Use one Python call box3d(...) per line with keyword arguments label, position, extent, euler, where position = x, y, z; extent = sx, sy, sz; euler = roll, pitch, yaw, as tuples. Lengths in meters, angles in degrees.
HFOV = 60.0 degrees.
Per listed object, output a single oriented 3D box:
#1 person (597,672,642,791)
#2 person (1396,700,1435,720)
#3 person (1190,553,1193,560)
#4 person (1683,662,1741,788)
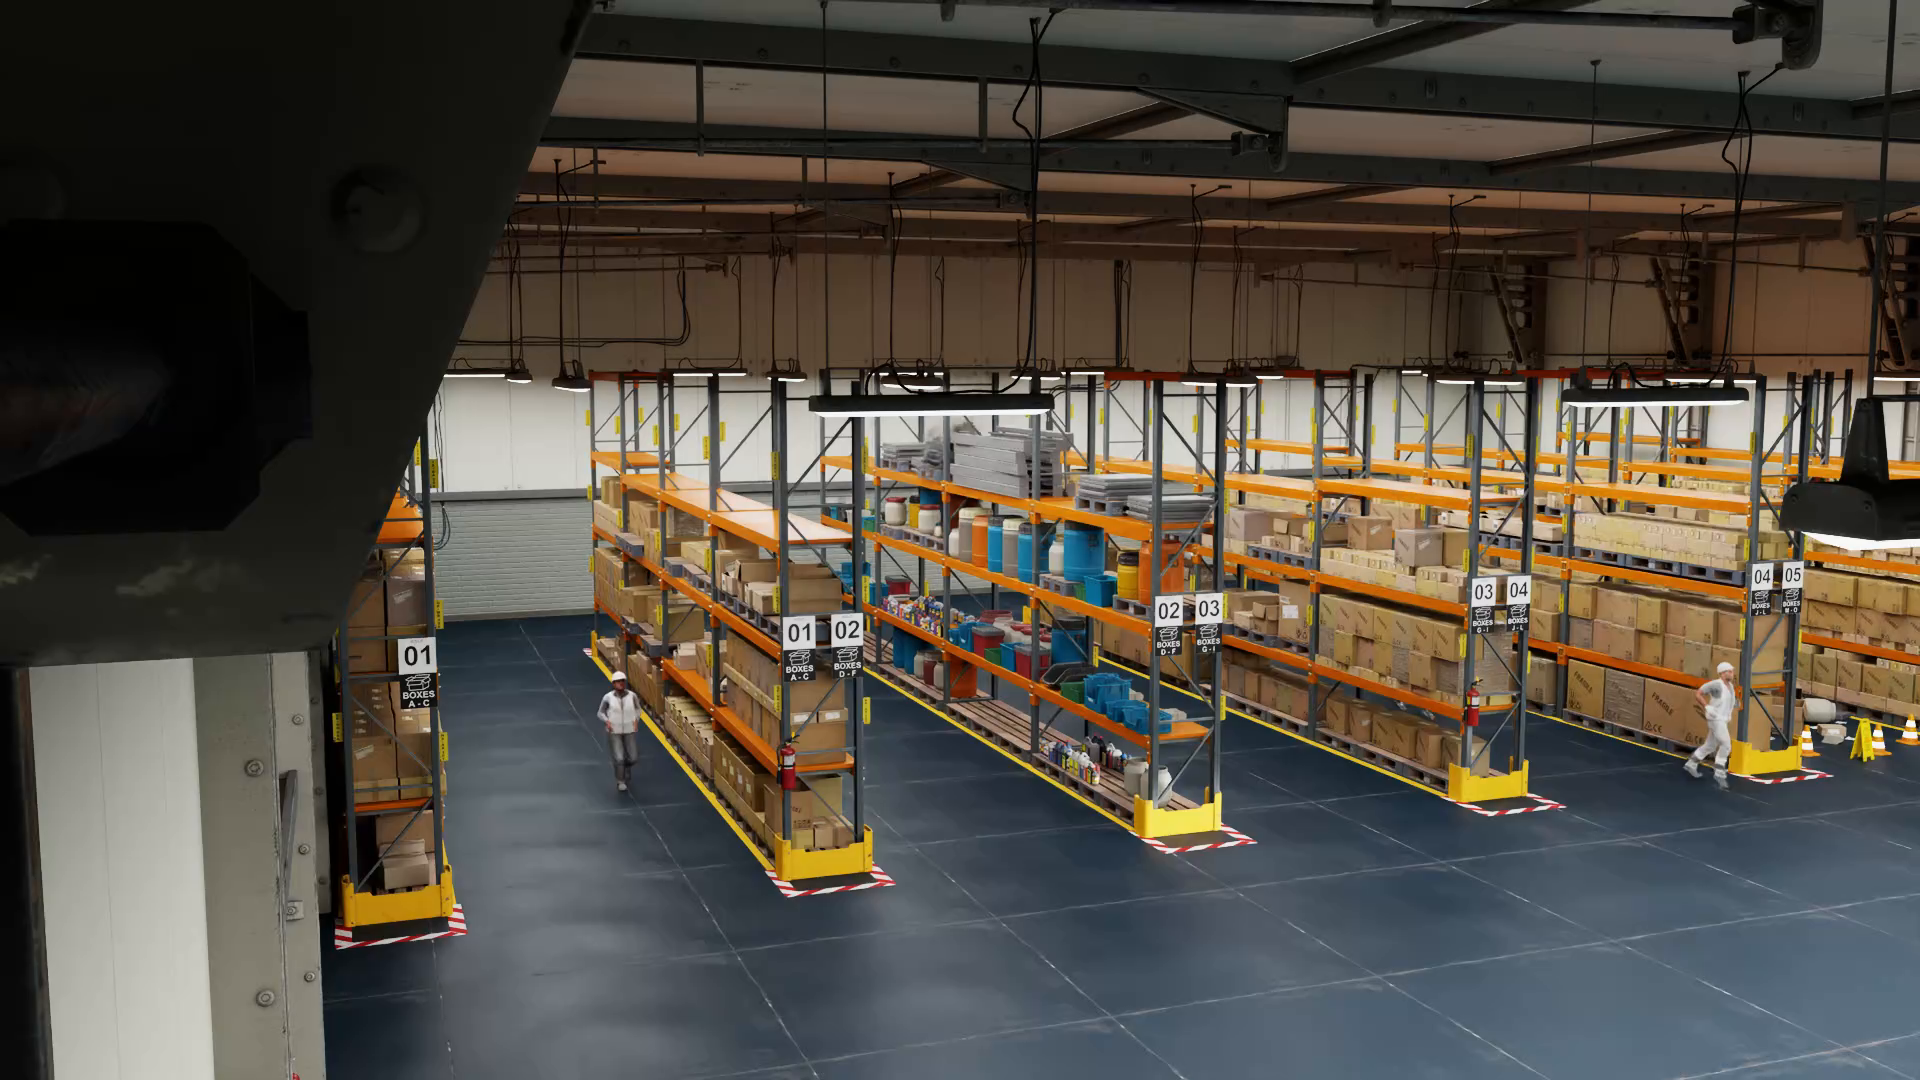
box3d(label="person", position=(-4.936, 2.775, 24.215), extent=(0.657, 1.722, 0.571), euler=(-3, 7, -22))
box3d(label="person", position=(7.997, 2.282, 29.143), extent=(0.559, 1.634, 0.809), euler=(-4, 8, -33))
box3d(label="person", position=(5.427, 1.135, 38.759), extent=(0.687, 1.776, 0.665), euler=(-2, 7, -17))
box3d(label="person", position=(11.220, 2.711, 24.708), extent=(0.657, 1.837, 0.750), euler=(-6, 9, -43))
